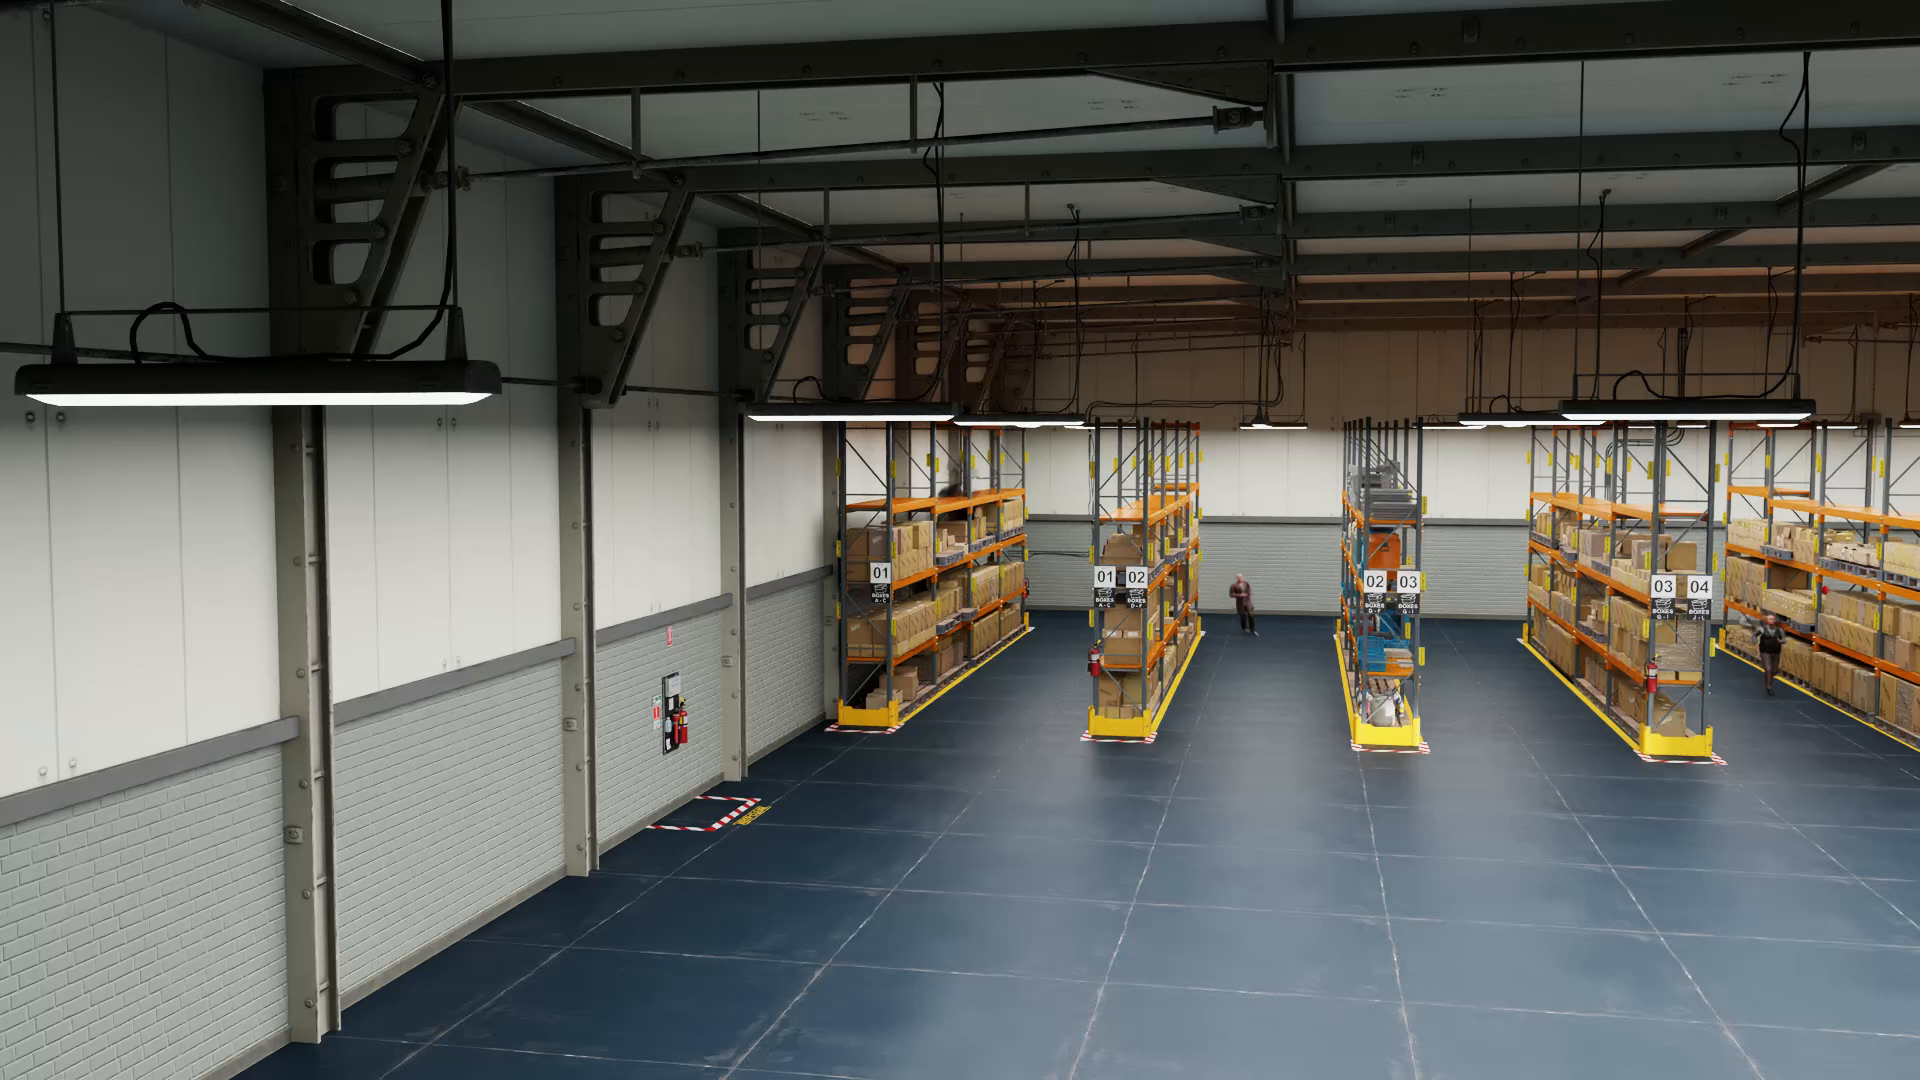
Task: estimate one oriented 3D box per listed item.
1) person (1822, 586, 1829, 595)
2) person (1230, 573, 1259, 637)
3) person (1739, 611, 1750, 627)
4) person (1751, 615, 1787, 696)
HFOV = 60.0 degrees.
[{"bbox_3d":[21.971,2.076,42.299,0.640,1.824,0.814,1,4,11],"label":"person"},{"bbox_3d":[7.928,1.804,46.831,0.766,1.751,0.934,-1,4,-10],"label":"person"},{"bbox_3d":[21.391,1.913,45.297,0.582,1.721,0.688,-1,4,-11],"label":"person"},{"bbox_3d":[17.663,2.487,36.262,0.656,1.707,0.969,0,4,7],"label":"person"}]
